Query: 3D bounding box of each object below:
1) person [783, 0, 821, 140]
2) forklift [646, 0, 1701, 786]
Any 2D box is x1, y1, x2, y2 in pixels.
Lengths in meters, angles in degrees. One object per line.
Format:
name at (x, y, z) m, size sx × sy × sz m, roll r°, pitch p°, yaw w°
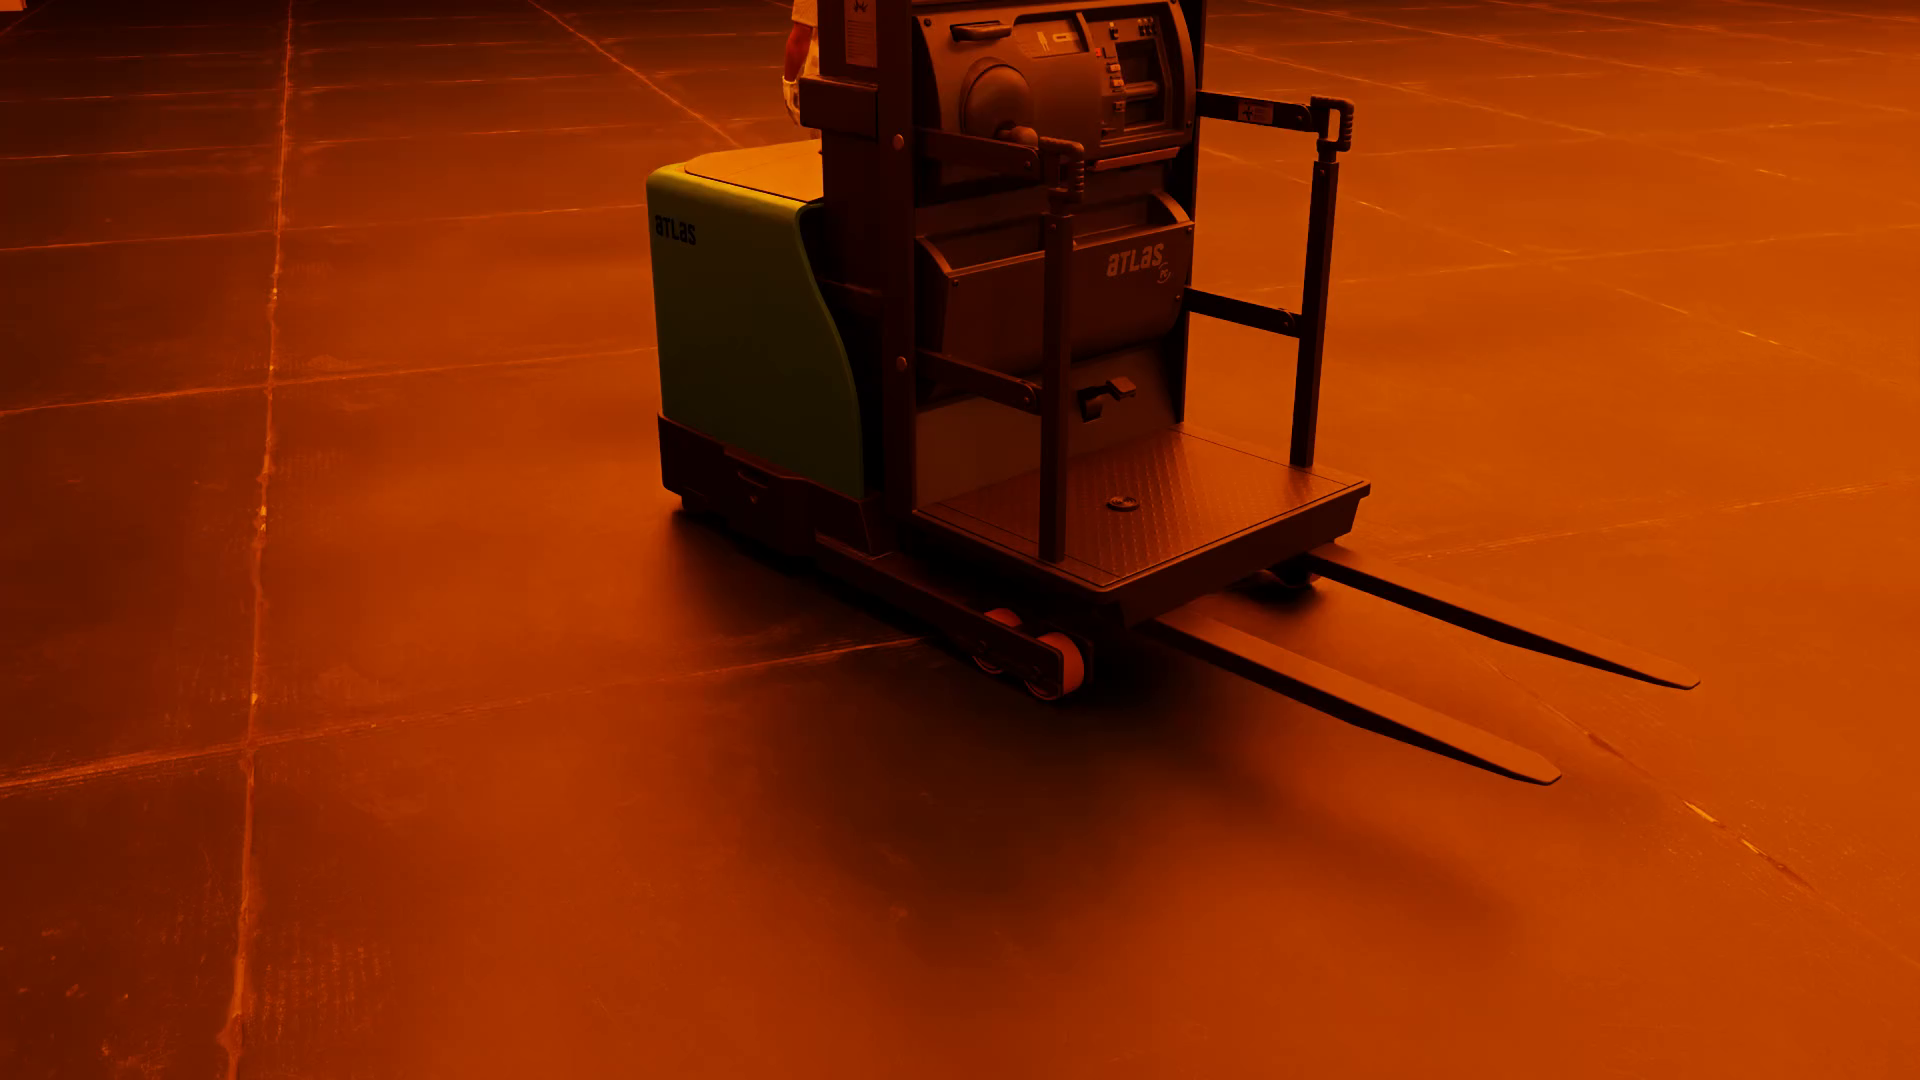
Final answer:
person at (-0.567, -2.188, 7.964) m, size 0.656 × 1.785 × 0.575 m, roll -13°, pitch 26°, yaw -27°
forklift at (0.409, -1.176, 4.096) m, size 1.130 × 2.935 × 3.031 m, roll -19°, pitch 30°, yaw -38°
